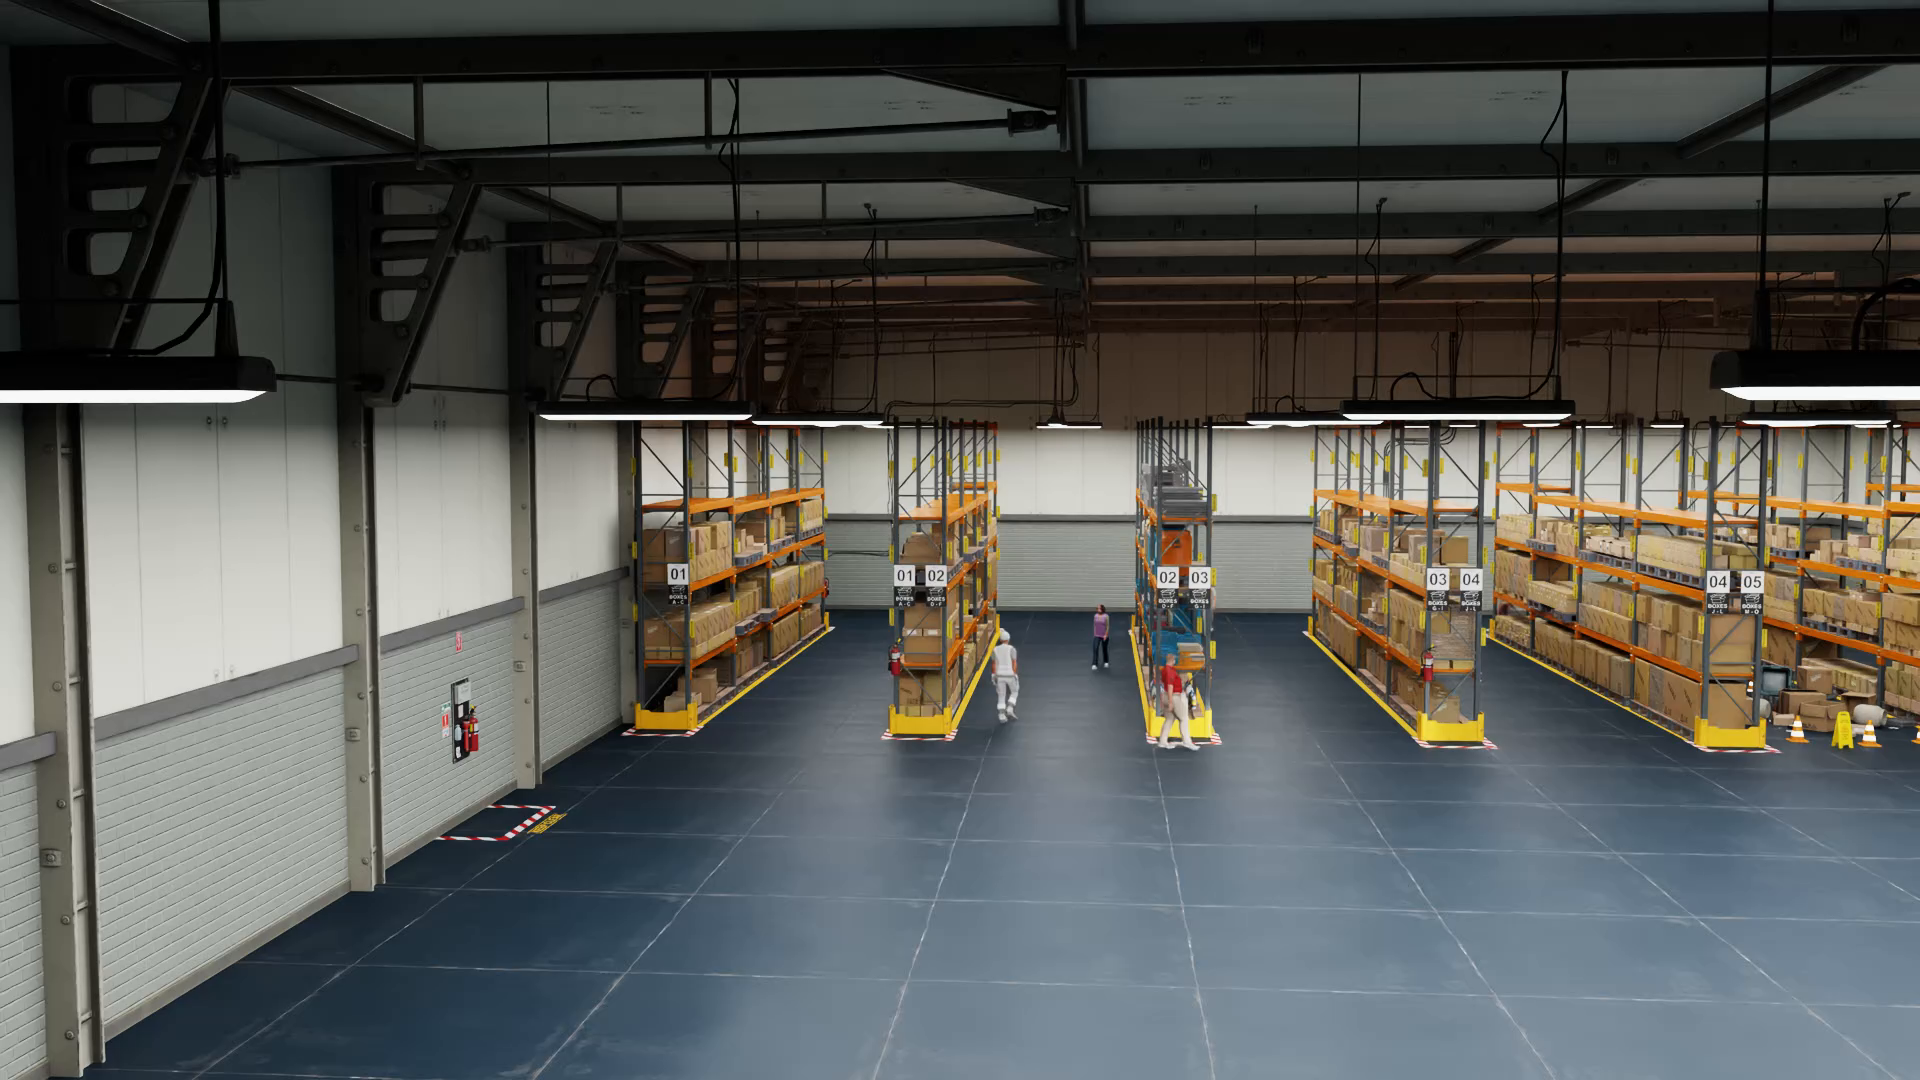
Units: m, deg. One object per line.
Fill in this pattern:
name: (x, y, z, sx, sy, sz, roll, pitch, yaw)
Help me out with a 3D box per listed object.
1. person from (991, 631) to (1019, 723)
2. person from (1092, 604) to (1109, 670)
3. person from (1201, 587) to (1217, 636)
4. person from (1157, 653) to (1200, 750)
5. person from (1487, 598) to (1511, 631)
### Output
person: (0.893, 2.682, 32.709, 0.585, 1.772, 0.496, 1, 4, 19)
person: (3.374, 2.373, 39.903, 0.432, 1.447, 0.903, 1, 4, 21)
person: (6.976, 1.862, 46.706, 0.460, 1.594, 1.128, 1, 4, 8)
person: (3.926, 2.906, 30.018, 0.713, 1.735, 0.552, -1, 4, -14)
person: (15.488, 1.815, 47.290, 1.002, 1.626, 0.437, 0, 4, 5)
